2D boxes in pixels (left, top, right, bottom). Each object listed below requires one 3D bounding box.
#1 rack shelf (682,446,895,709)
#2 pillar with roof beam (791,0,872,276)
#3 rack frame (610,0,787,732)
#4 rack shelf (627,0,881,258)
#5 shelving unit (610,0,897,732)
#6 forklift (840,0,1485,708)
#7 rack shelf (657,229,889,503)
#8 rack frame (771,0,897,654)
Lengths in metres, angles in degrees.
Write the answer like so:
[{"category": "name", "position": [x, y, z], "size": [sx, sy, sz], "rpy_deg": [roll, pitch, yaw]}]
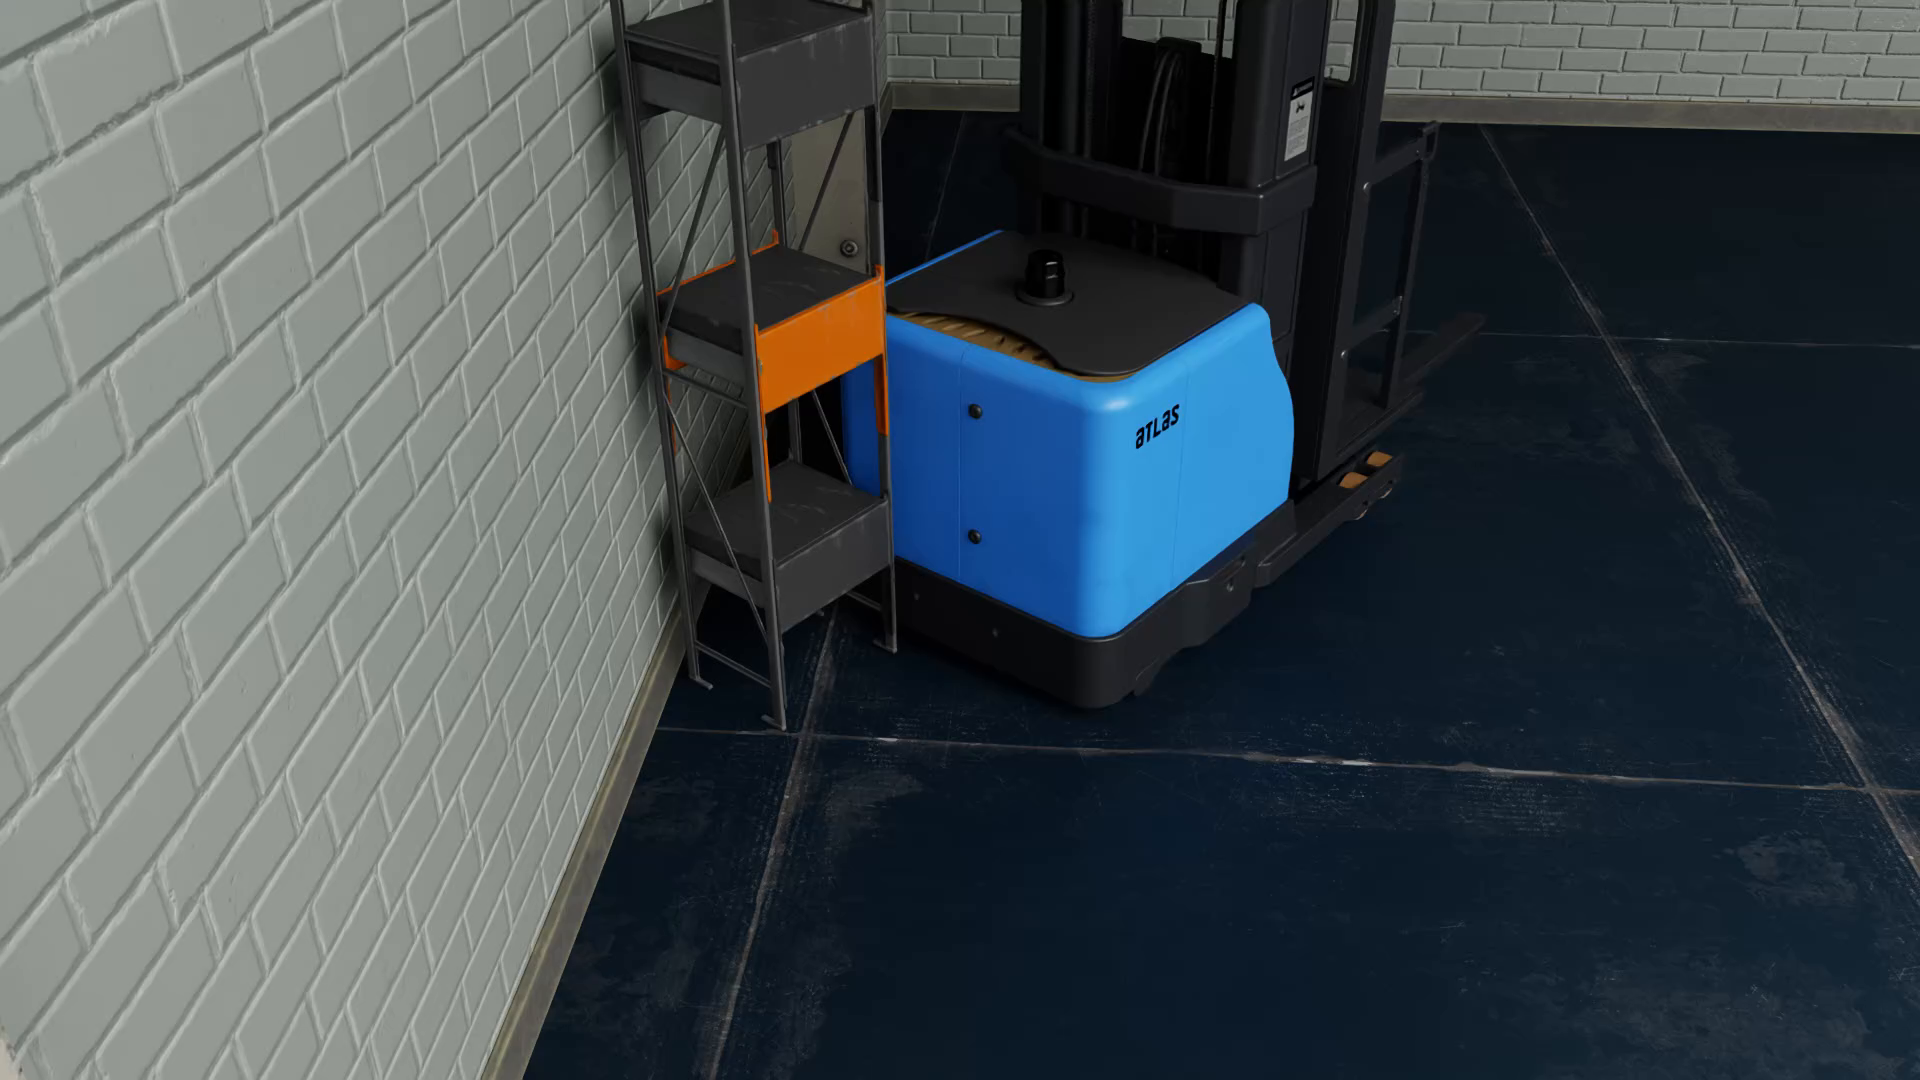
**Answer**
[{"category": "rack shelf", "position": [-0.511, 0.102, 4.931], "size": [0.431, 0.518, 0.480], "rpy_deg": [24, 40, 33]}, {"category": "pillar with roof beam", "position": [3.763, -4.662, 4.737], "size": [9.100, 9.000, 0.400], "rpy_deg": [2, 32, 4]}, {"category": "rack frame", "position": [-0.671, -0.396, 4.387], "size": [0.400, 2.100, 0.015], "rpy_deg": [24, 40, 33]}, {"category": "rack shelf", "position": [-0.519, -1.075, 4.173], "size": [0.431, 0.518, 0.480], "rpy_deg": [24, 40, 33]}, {"category": "shelving unit", "position": [-0.515, -0.498, 4.545], "size": [0.431, 2.100, 0.503], "rpy_deg": [24, 40, 33]}, {"category": "forklift", "position": [0.944, -1.466, 5.335], "size": [1.130, 2.935, 3.031], "rpy_deg": [23, 38, 32]}, {"category": "rack shelf", "position": [-0.515, -0.487, 4.552], "size": [0.431, 0.518, 0.480], "rpy_deg": [24, 40, 33]}, {"category": "rack frame", "position": [-0.360, -0.601, 4.702], "size": [0.400, 2.100, 0.015], "rpy_deg": [24, 40, 33]}]
